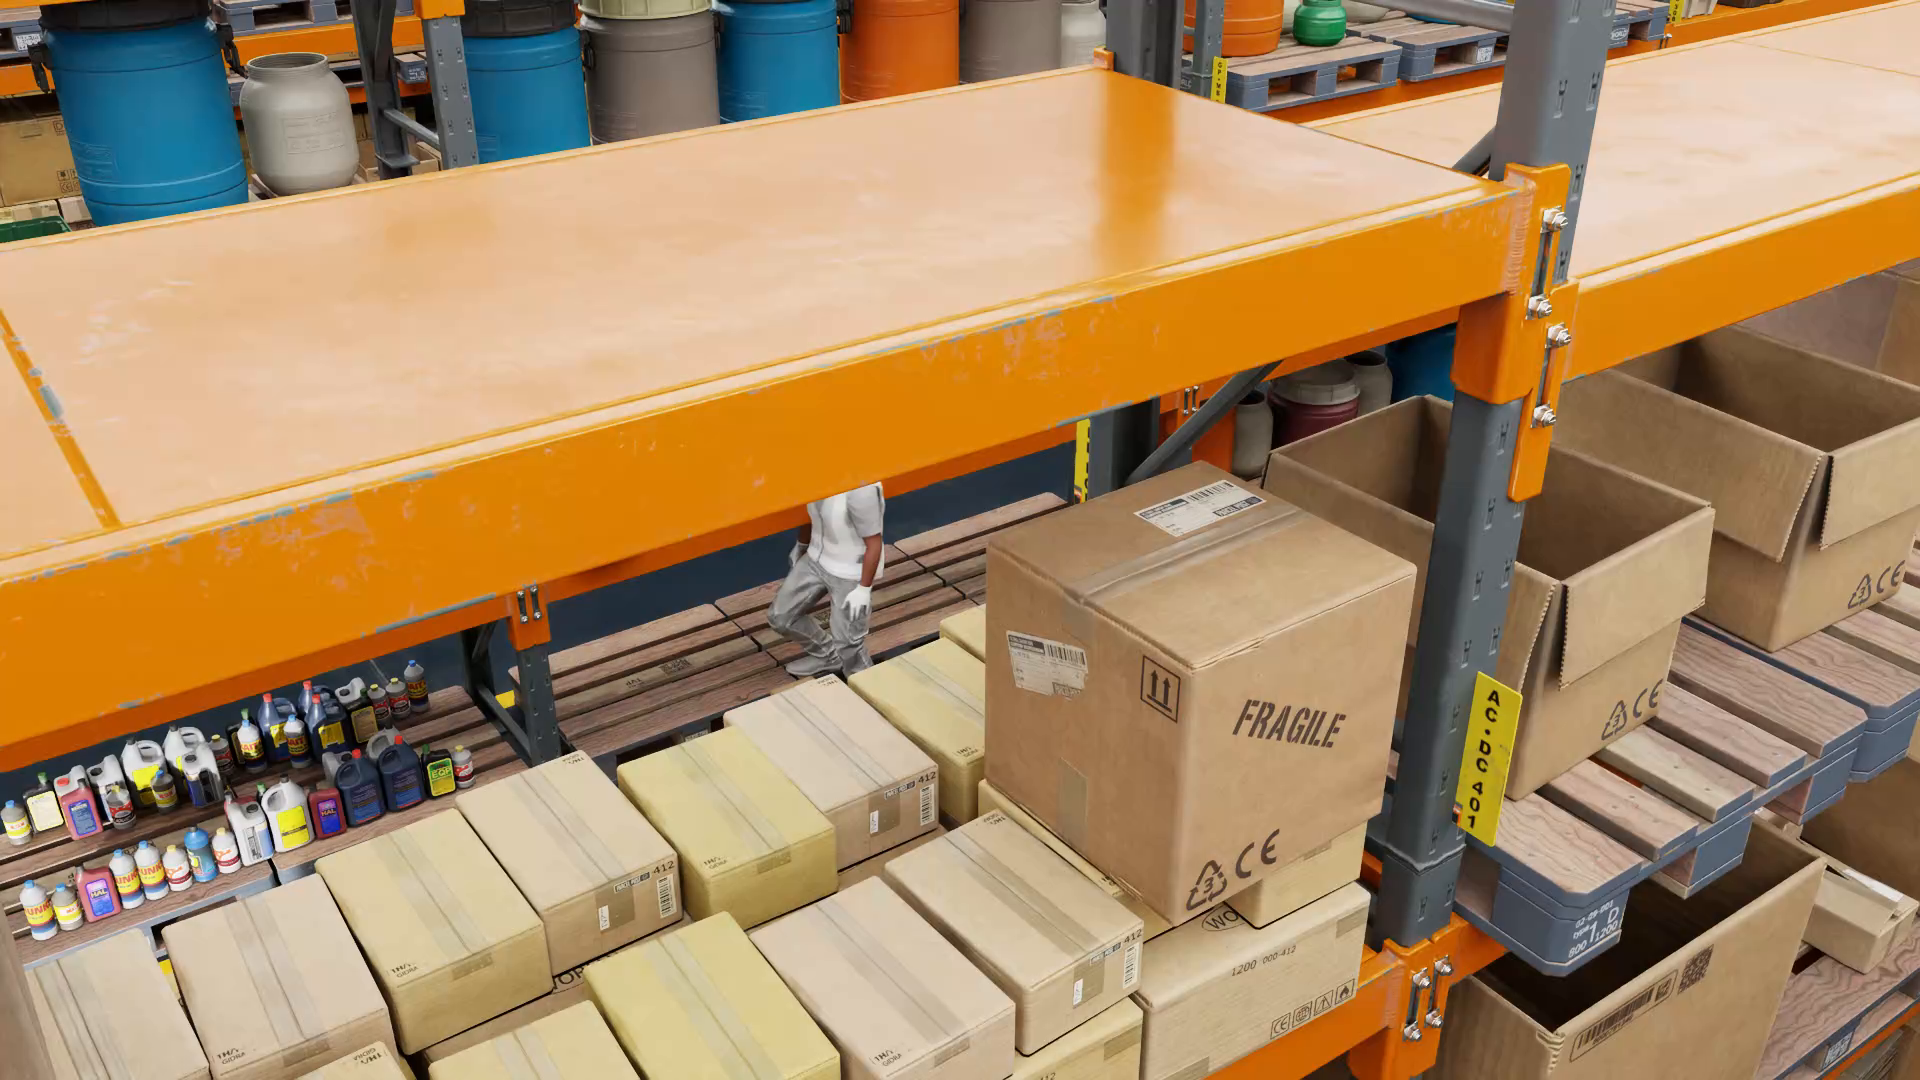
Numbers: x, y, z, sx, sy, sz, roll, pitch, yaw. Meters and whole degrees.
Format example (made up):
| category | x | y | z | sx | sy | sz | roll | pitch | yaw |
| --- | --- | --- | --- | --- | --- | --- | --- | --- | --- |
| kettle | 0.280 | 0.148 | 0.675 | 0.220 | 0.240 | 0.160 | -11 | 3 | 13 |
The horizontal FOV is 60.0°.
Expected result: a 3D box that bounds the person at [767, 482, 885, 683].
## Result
| category | x | y | z | sx | sy | sz | roll | pitch | yaw |
| --- | --- | --- | --- | --- | --- | --- | --- | --- | --- |
| person | -0.654 | 0.163 | 8.360 | 0.519 | 1.780 | 0.620 | -20 | 34 | -33 |
